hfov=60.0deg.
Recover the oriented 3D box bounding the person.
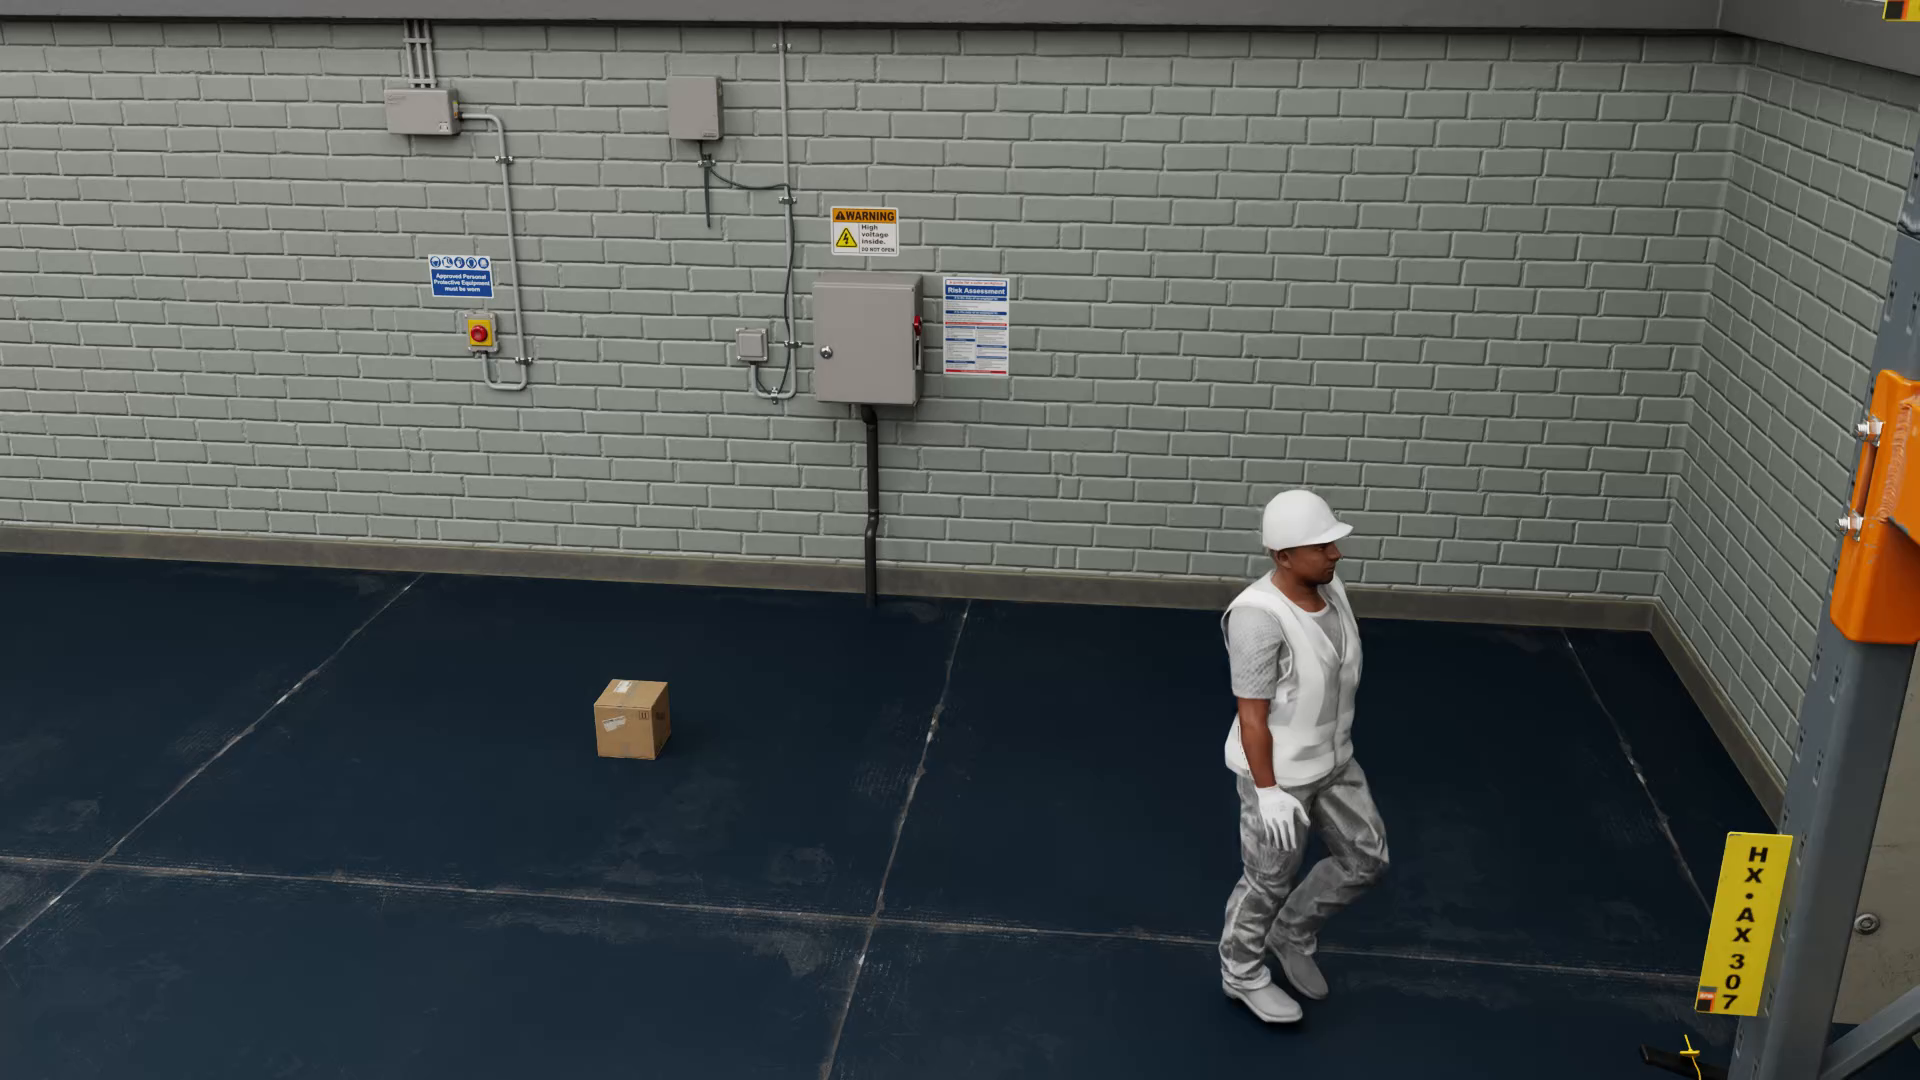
[{"bbox_3d":[1.066,0.717,5.138,0.464,1.803,0.560,18,28,40],"label":"person"}]
